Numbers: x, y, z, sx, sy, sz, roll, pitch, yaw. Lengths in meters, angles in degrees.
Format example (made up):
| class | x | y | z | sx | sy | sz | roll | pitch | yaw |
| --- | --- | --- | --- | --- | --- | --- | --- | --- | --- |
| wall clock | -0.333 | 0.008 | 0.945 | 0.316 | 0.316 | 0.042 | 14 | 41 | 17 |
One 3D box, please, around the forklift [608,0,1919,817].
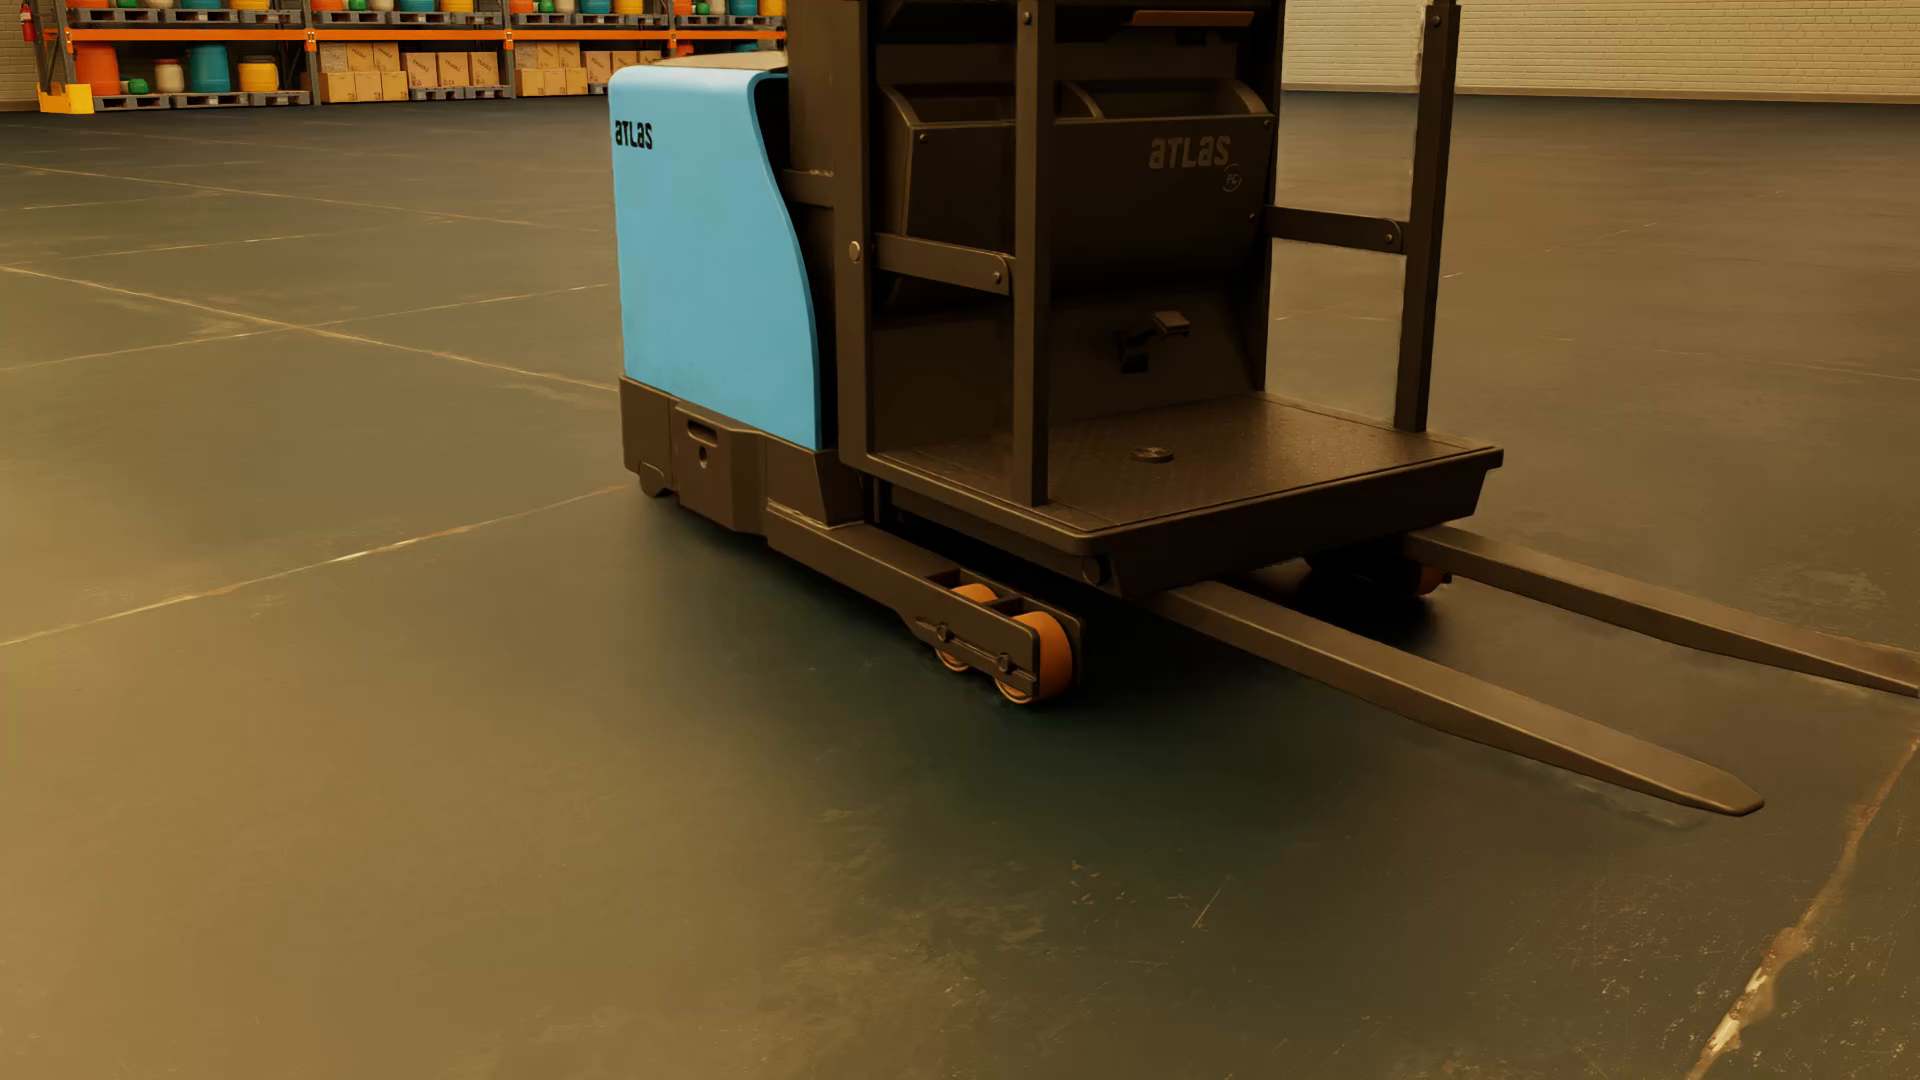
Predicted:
| class | x | y | z | sx | sy | sz | roll | pitch | yaw |
| --- | --- | --- | --- | --- | --- | --- | --- | --- | --- |
| forklift | 0.376 | -1.267 | 3.069 | 1.130 | 2.935 | 3.031 | -11 | 20 | -33 |
